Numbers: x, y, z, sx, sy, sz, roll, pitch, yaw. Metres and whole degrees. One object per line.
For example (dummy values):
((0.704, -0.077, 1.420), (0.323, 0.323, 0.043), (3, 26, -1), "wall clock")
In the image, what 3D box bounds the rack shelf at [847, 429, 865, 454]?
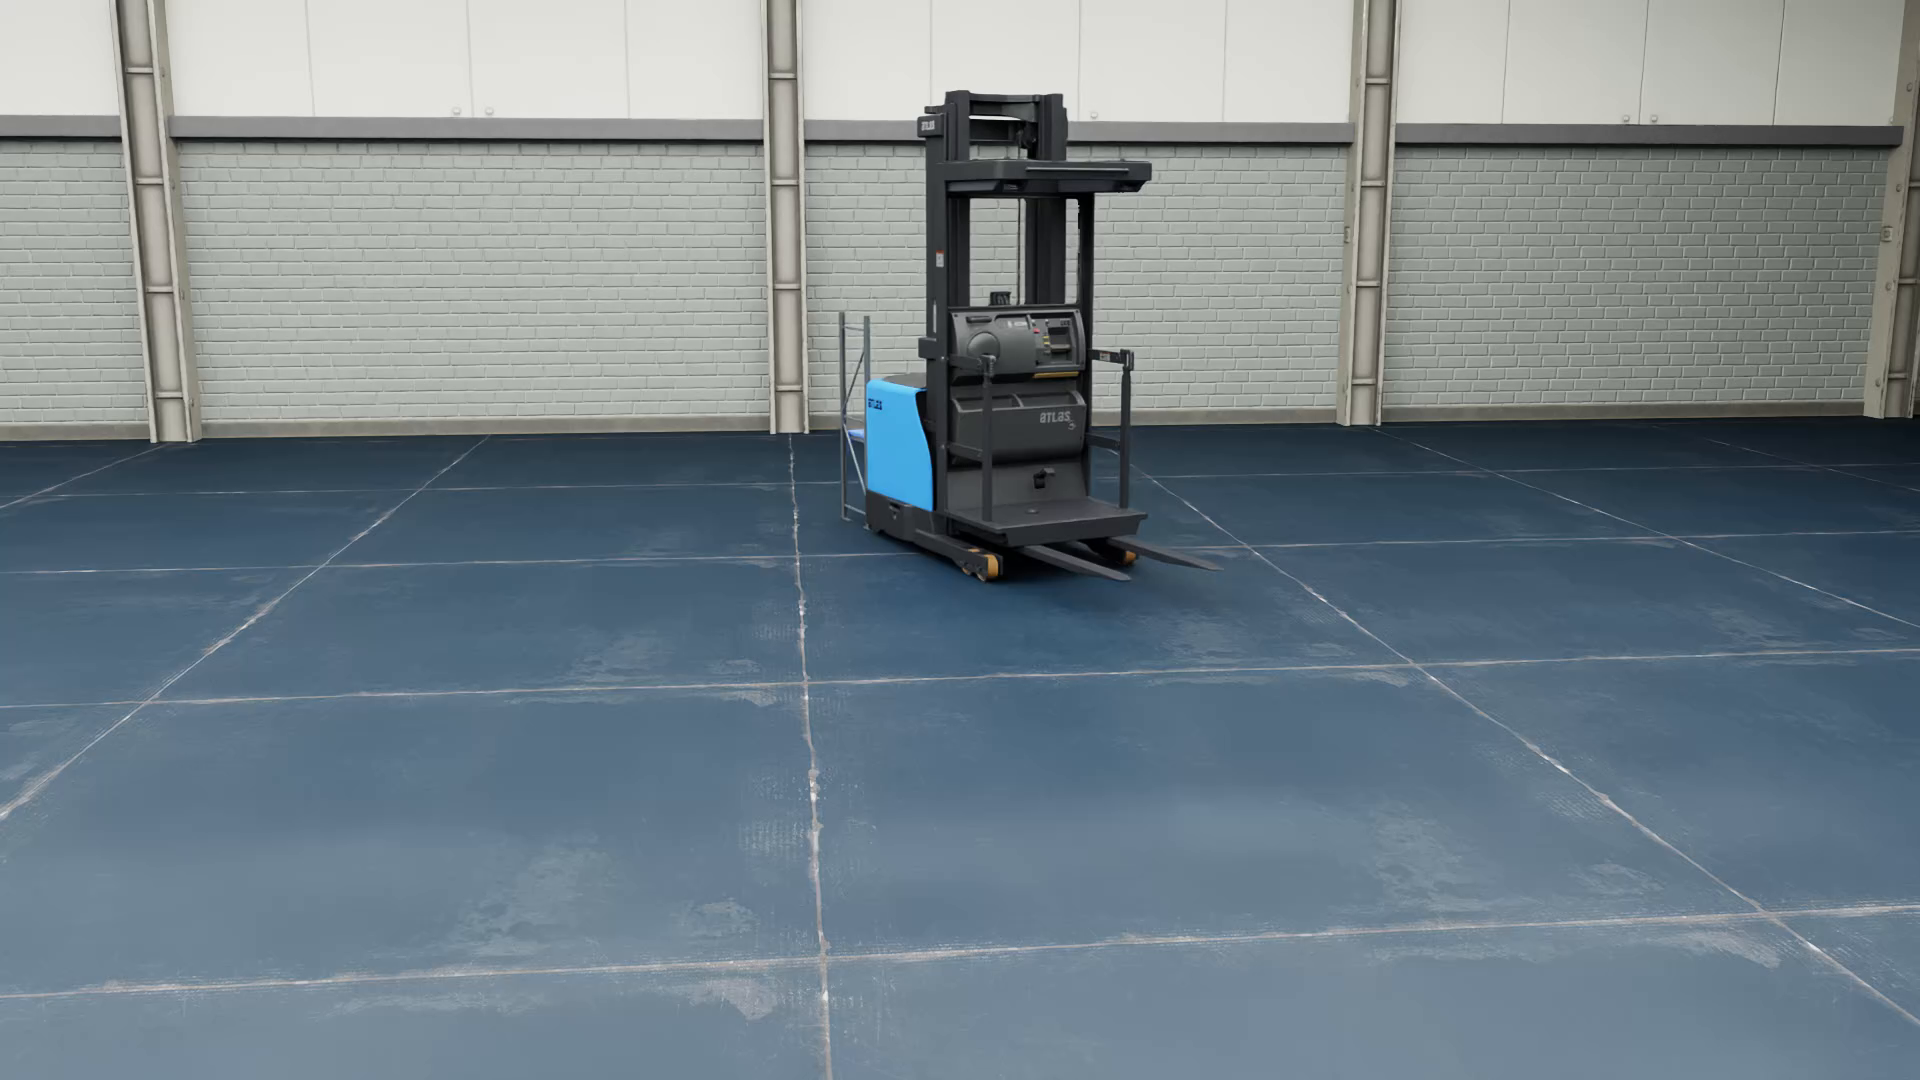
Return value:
((-0.286, -0.717, 12.059), (1.000, 0.185, 0.538), (-5, 12, -25), "rack shelf")

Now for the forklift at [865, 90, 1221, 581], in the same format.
((0.476, -1.287, 10.319), (1.130, 2.935, 3.031), (-6, 13, -27), "forklift")

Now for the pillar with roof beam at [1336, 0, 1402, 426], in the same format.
((4.689, -4.823, 12.572), (0.400, 9.000, 9.100), (-1, 11, -6), "pillar with roof beam")

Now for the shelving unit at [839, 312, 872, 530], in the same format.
((-0.286, -0.893, 12.024), (1.048, 1.500, 0.538), (-5, 12, -25), "shelving unit")

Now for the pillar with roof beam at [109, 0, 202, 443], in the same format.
((-7.241, -4.573, 11.300), (0.400, 9.000, 9.100), (-1, 11, -6), "pillar with roof beam")

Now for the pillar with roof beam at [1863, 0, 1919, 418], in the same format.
((10.654, -4.948, 13.208), (0.400, 9.000, 9.100), (-1, 11, -6), "pillar with roof beam")

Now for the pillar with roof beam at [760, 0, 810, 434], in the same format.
((-1.276, -4.698, 11.936), (0.400, 9.000, 9.100), (-1, 11, -6), "pillar with roof beam")

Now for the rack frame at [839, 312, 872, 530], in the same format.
((-0.743, -0.851, 11.806), (0.032, 1.500, 0.500), (-5, 12, -25), "rack frame")
